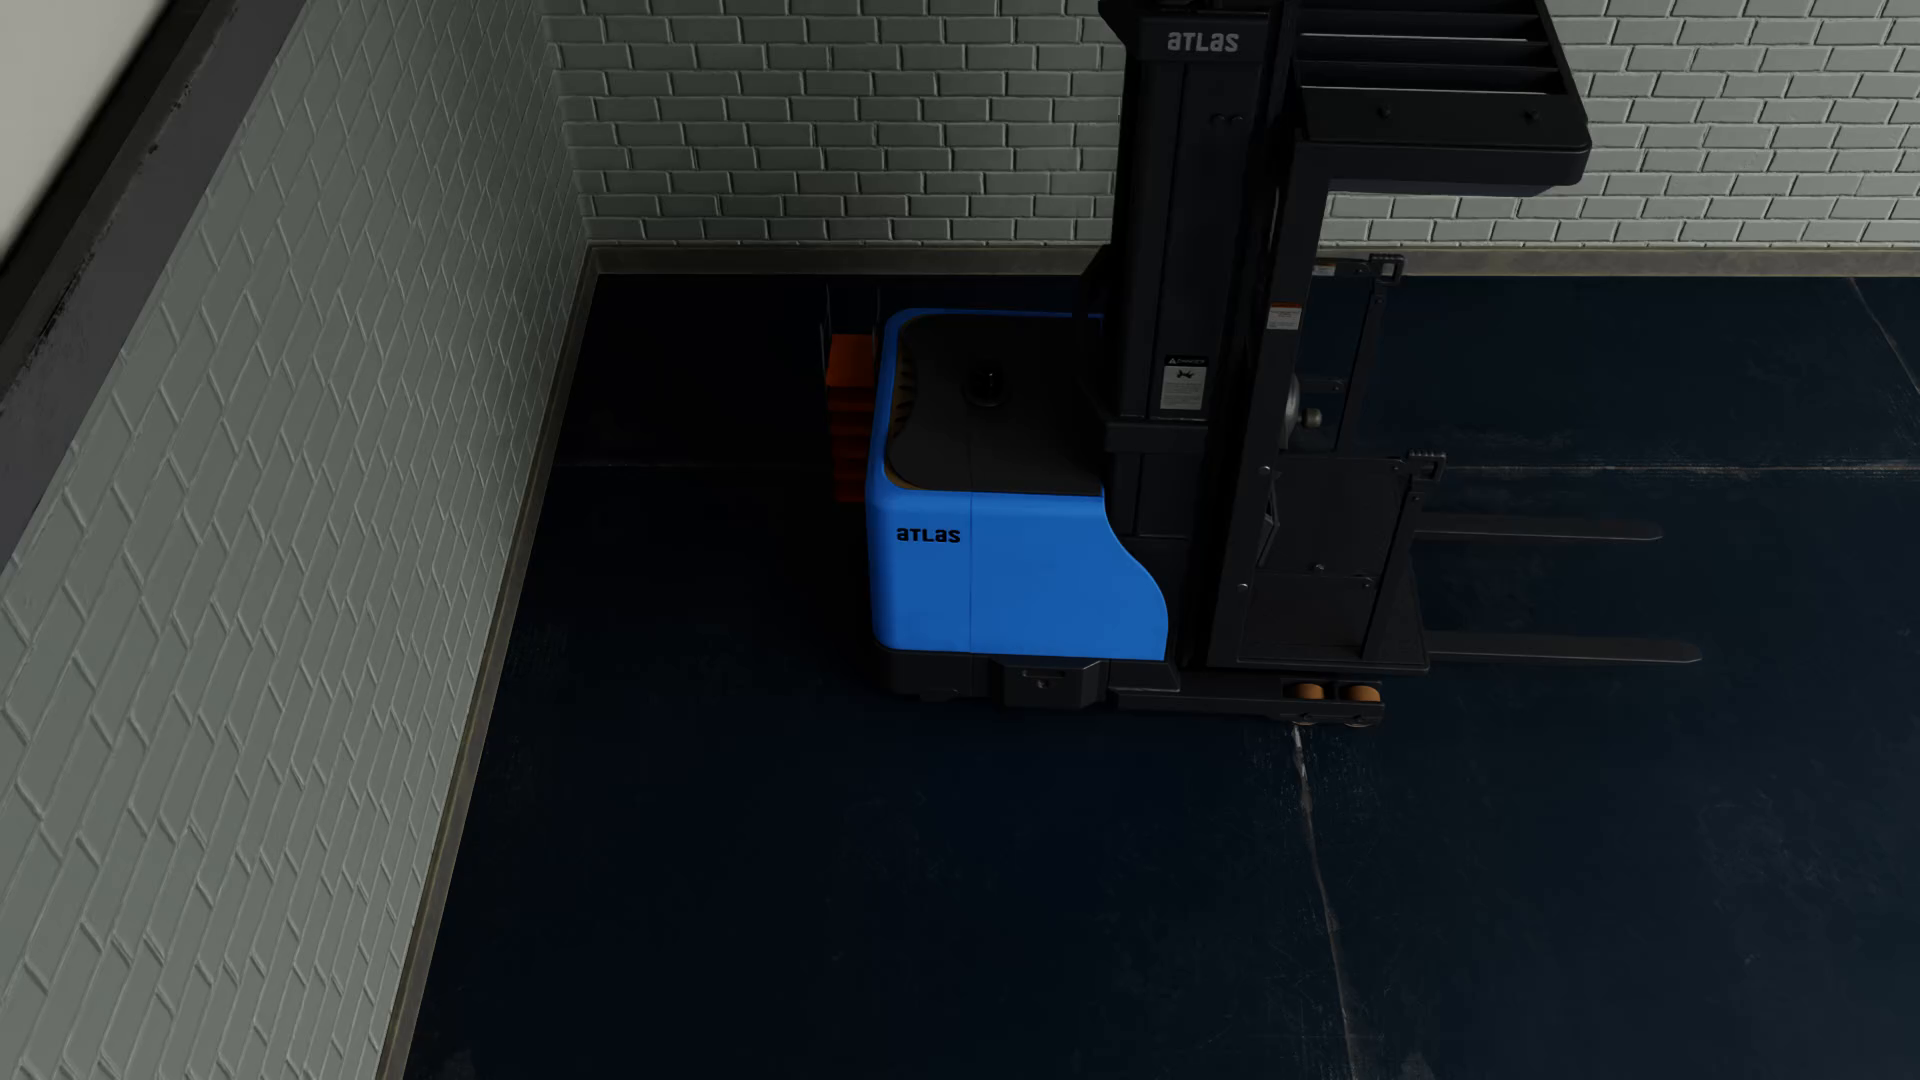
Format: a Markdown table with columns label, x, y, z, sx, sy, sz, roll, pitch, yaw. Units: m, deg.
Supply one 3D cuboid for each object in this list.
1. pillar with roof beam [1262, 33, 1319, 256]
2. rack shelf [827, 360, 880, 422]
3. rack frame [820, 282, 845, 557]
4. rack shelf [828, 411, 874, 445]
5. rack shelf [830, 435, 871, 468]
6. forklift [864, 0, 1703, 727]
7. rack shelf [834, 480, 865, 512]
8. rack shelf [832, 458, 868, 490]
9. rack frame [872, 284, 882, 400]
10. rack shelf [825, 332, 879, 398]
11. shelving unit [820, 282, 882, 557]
| label | x | y | z | sx | sy | sz | roll | pitch | yaw |
| --- | --- | --- | --- | --- | --- | --- | --- | --- | --- |
| pillar with roof beam | 1.231 | -1.091 | 1.617 | 0.400 | 9.000 | 9.100 | 0 | 47 | 0 |
| rack shelf | -0.391 | -0.559 | 6.184 | 0.180 | 0.103 | 0.258 | 2 | 47 | 2 |
| rack frame | -0.482 | -0.429 | 6.330 | 0.006 | 1.200 | 0.240 | 2 | 47 | 2 |
| rack shelf | -0.391 | -0.478 | 6.272 | 0.180 | 0.103 | 0.258 | 2 | 47 | 2 |
| rack shelf | -0.391 | -0.396 | 6.359 | 0.180 | 0.103 | 0.258 | 2 | 47 | 2 |
| forklift | 1.205 | -0.714 | 5.412 | 3.031 | 2.935 | 1.130 | 2 | 47 | 2 |
| rack shelf | -0.391 | -0.232 | 6.535 | 0.180 | 0.103 | 0.258 | 2 | 47 | 2 |
| rack shelf | -0.391 | -0.314 | 6.447 | 0.180 | 0.103 | 0.258 | 2 | 47 | 2 |
| rack frame | -0.299 | -0.423 | 6.324 | 0.006 | 1.200 | 0.240 | 2 | 47 | 2 |
| rack shelf | -0.391 | -0.641 | 6.096 | 0.180 | 0.103 | 0.258 | 2 | 47 | 2 |
| shelving unit | -0.391 | -0.426 | 6.327 | 0.189 | 1.200 | 0.258 | 2 | 47 | 2 |
